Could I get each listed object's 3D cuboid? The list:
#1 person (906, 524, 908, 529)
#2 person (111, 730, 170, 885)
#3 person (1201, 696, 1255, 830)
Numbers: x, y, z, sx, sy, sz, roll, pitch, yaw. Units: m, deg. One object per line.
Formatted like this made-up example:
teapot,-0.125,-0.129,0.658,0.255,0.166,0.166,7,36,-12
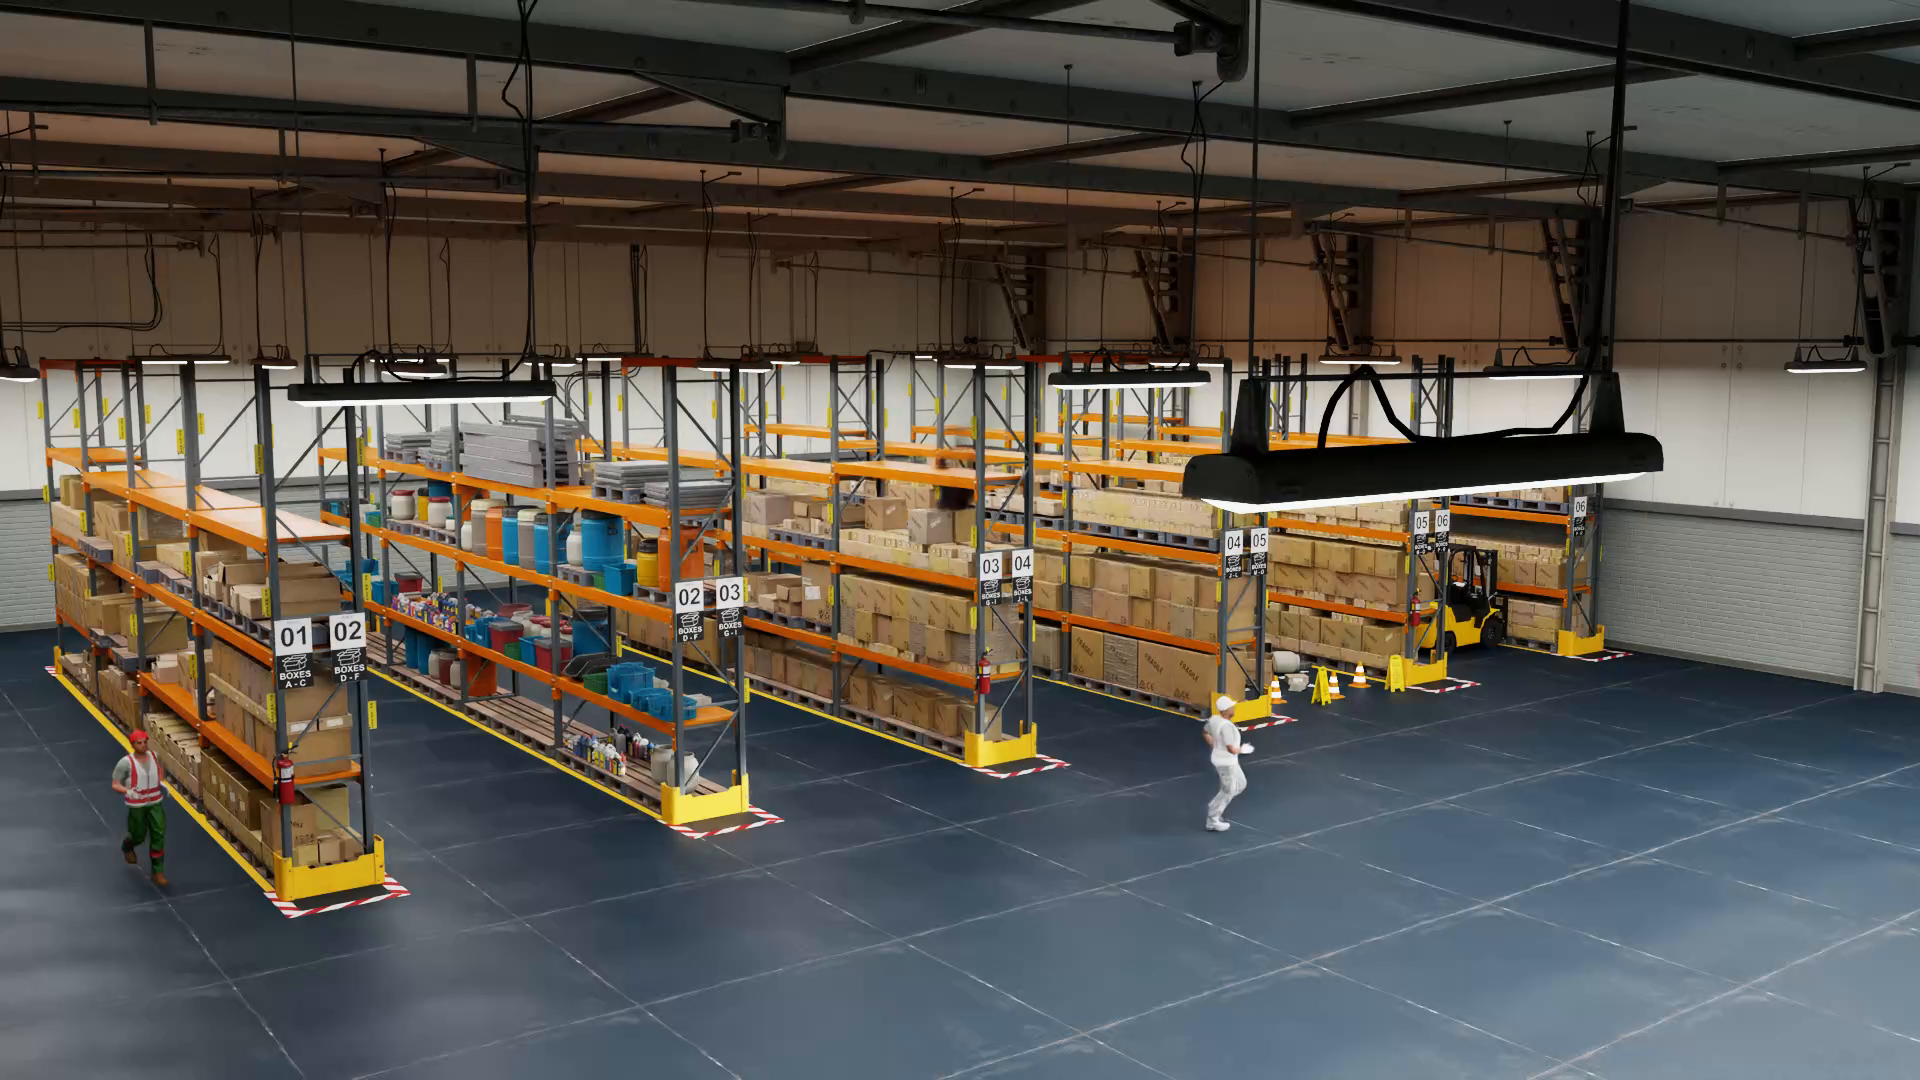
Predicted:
person,-1.497,0.147,44.799,0.778,1.712,0.787,-2,7,-15
person,-9.602,3.108,19.544,0.956,1.789,0.656,6,9,41
person,3.487,2.875,21.529,0.623,1.740,0.669,0,7,-2
